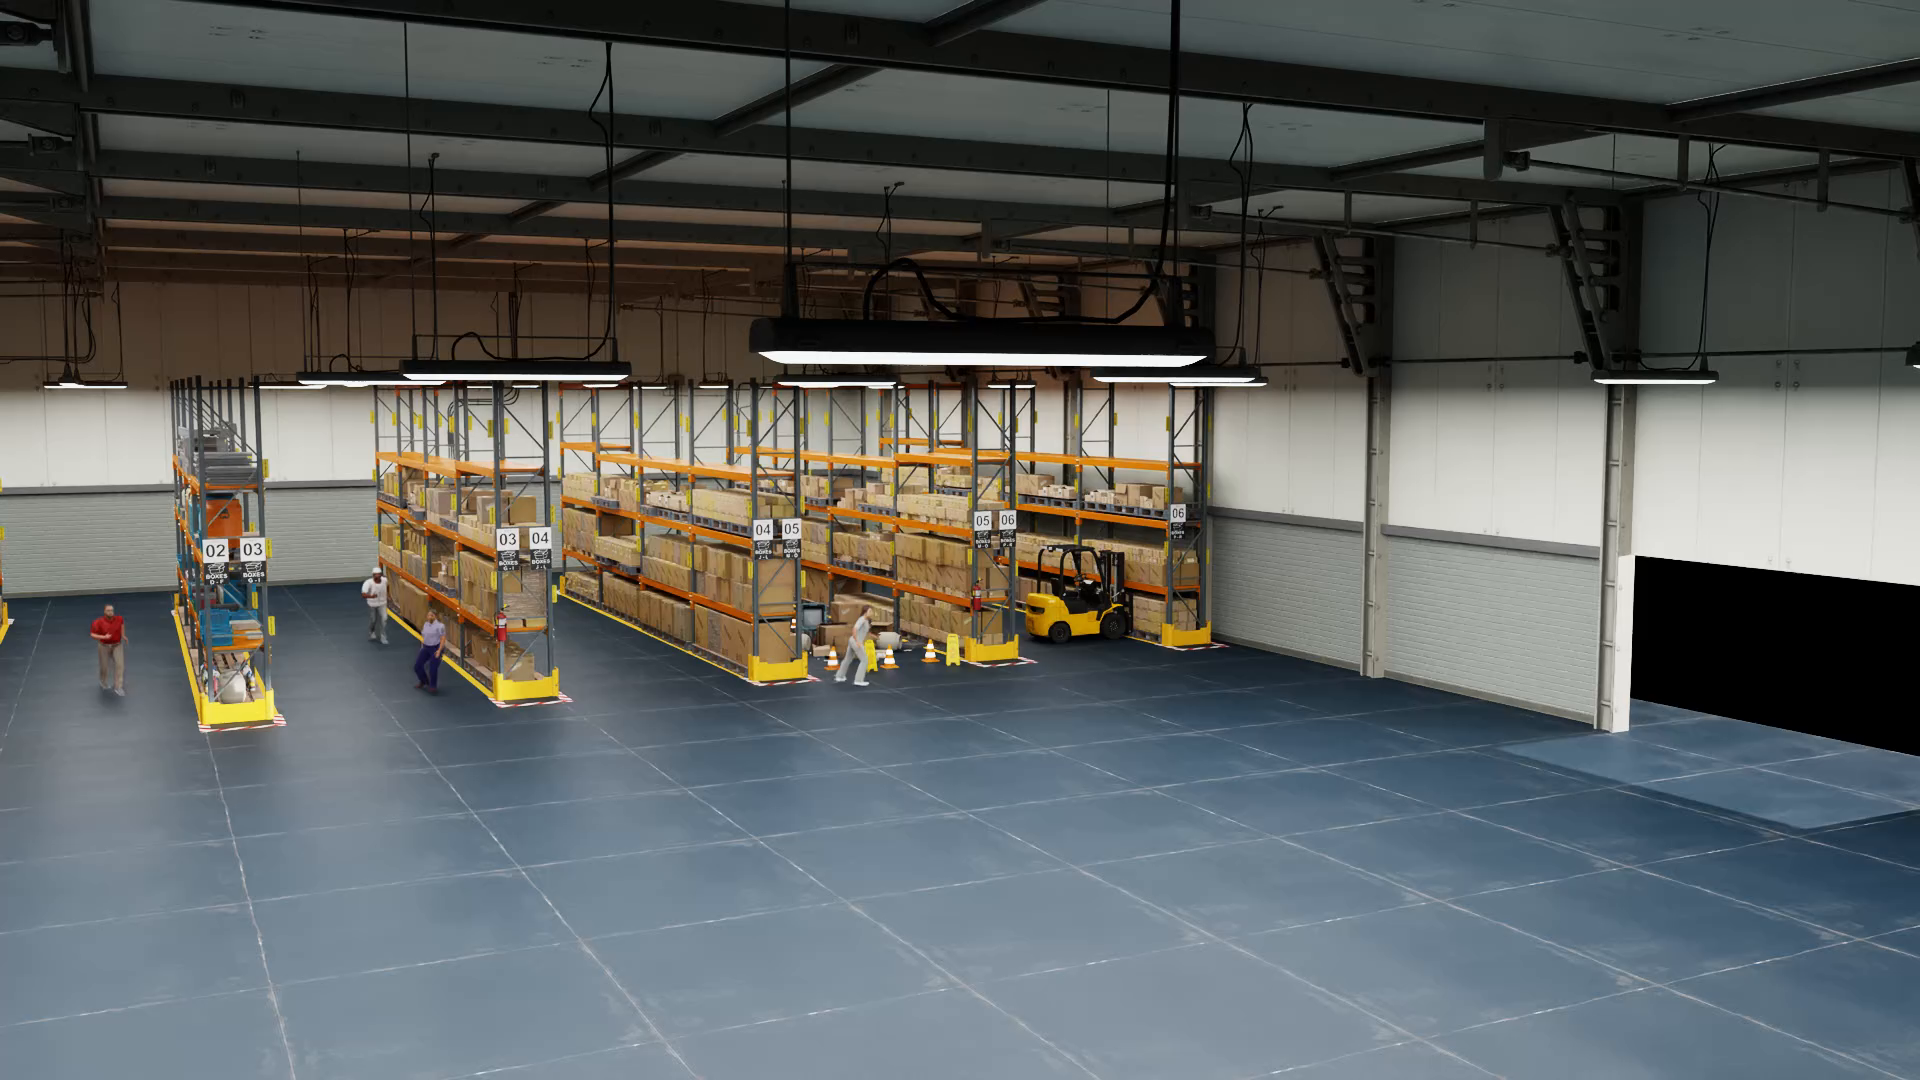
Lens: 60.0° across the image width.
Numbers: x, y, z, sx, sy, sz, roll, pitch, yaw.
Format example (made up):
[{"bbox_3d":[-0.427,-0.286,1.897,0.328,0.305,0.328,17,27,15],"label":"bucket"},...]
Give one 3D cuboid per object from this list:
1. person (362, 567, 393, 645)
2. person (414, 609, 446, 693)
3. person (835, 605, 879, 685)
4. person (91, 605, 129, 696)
[{"bbox_3d":[-13.292,1.478,37.918,0.720,1.747,0.991,-3,6,-33],"label":"person"},{"bbox_3d":[-10.130,2.123,31.767,0.740,1.647,0.464,1,5,14],"label":"person"},{"bbox_3d":[-2.020,2.062,32.564,0.856,1.568,0.639,-1,5,-7],"label":"person"},{"bbox_3d":[-16.158,2.067,31.593,0.671,1.720,1.010,-4,6,-38],"label":"person"}]
